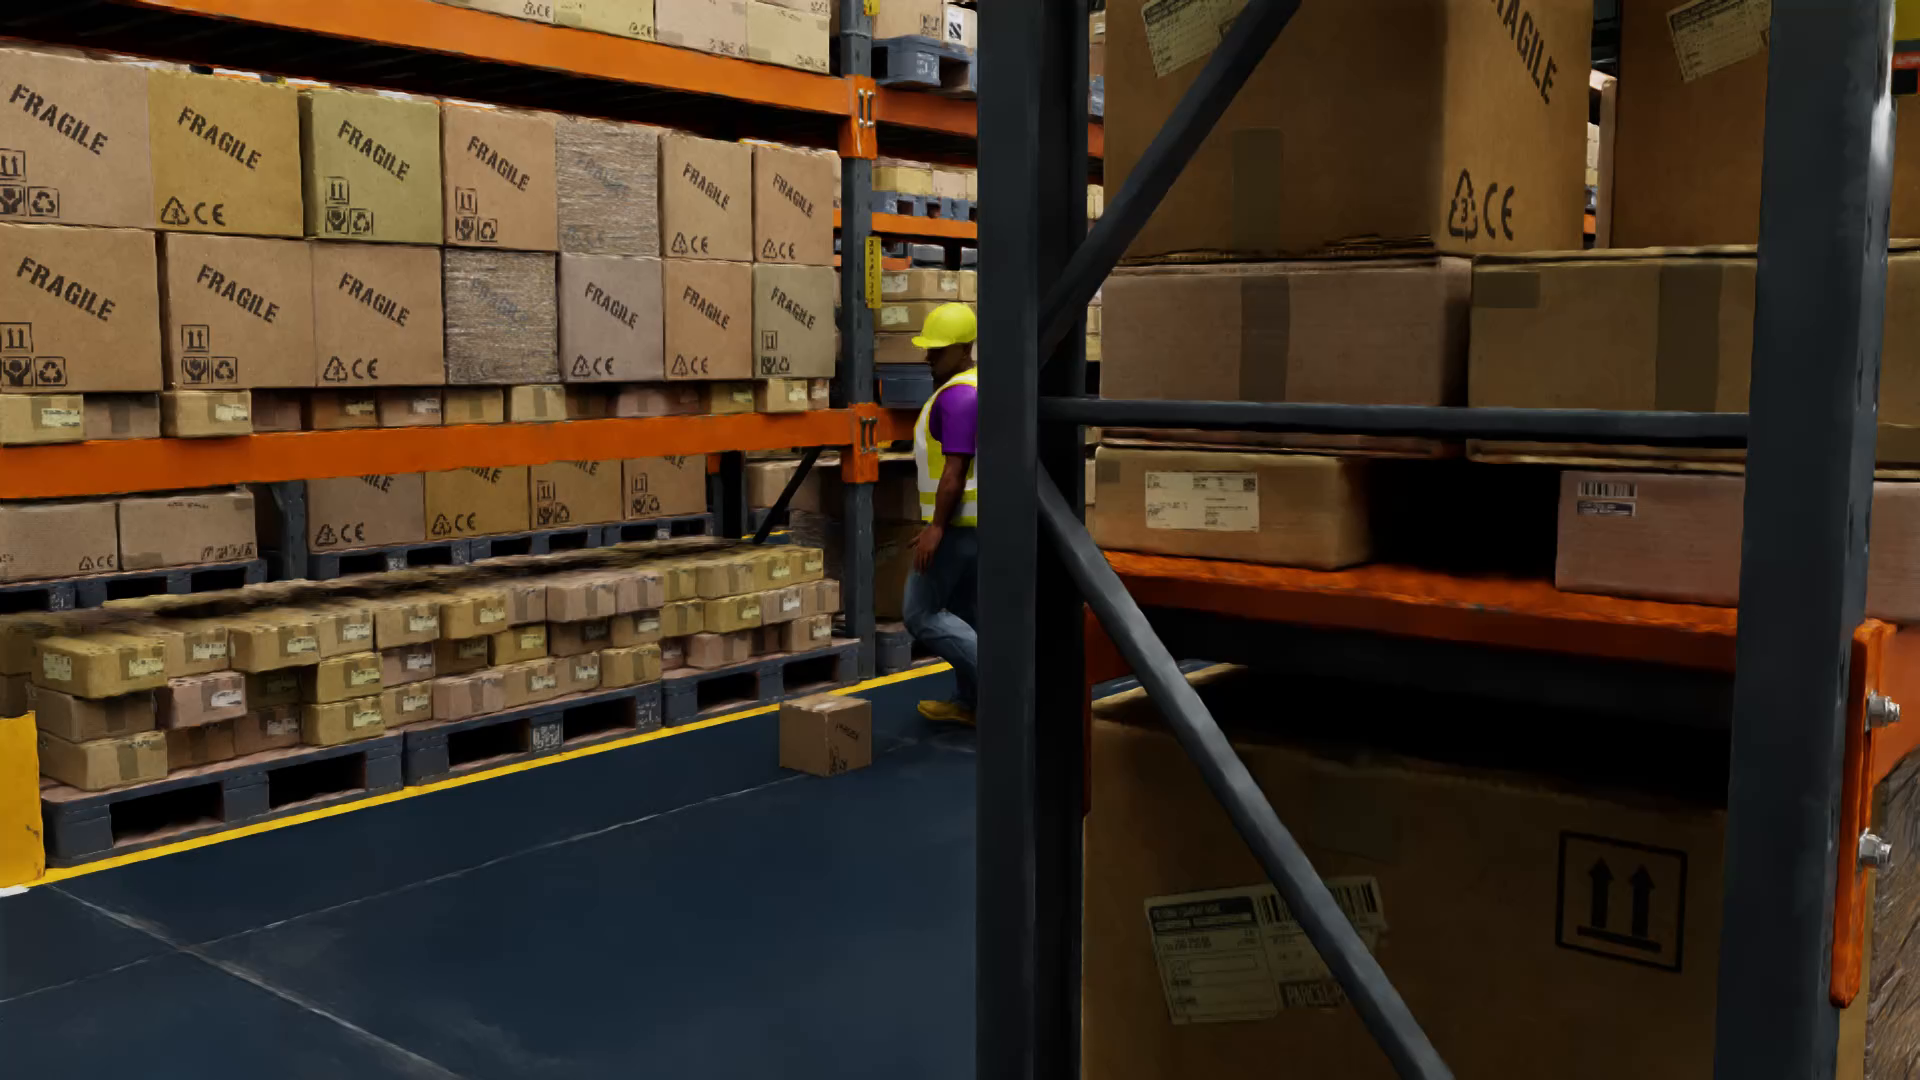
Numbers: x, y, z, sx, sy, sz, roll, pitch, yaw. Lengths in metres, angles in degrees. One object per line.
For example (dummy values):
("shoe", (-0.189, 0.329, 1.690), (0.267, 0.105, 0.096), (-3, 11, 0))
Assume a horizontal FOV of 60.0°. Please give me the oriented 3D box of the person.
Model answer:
("person", (0.026, -0.072, 6.693), (0.520, 1.757, 0.635), (1, 7, 10))
